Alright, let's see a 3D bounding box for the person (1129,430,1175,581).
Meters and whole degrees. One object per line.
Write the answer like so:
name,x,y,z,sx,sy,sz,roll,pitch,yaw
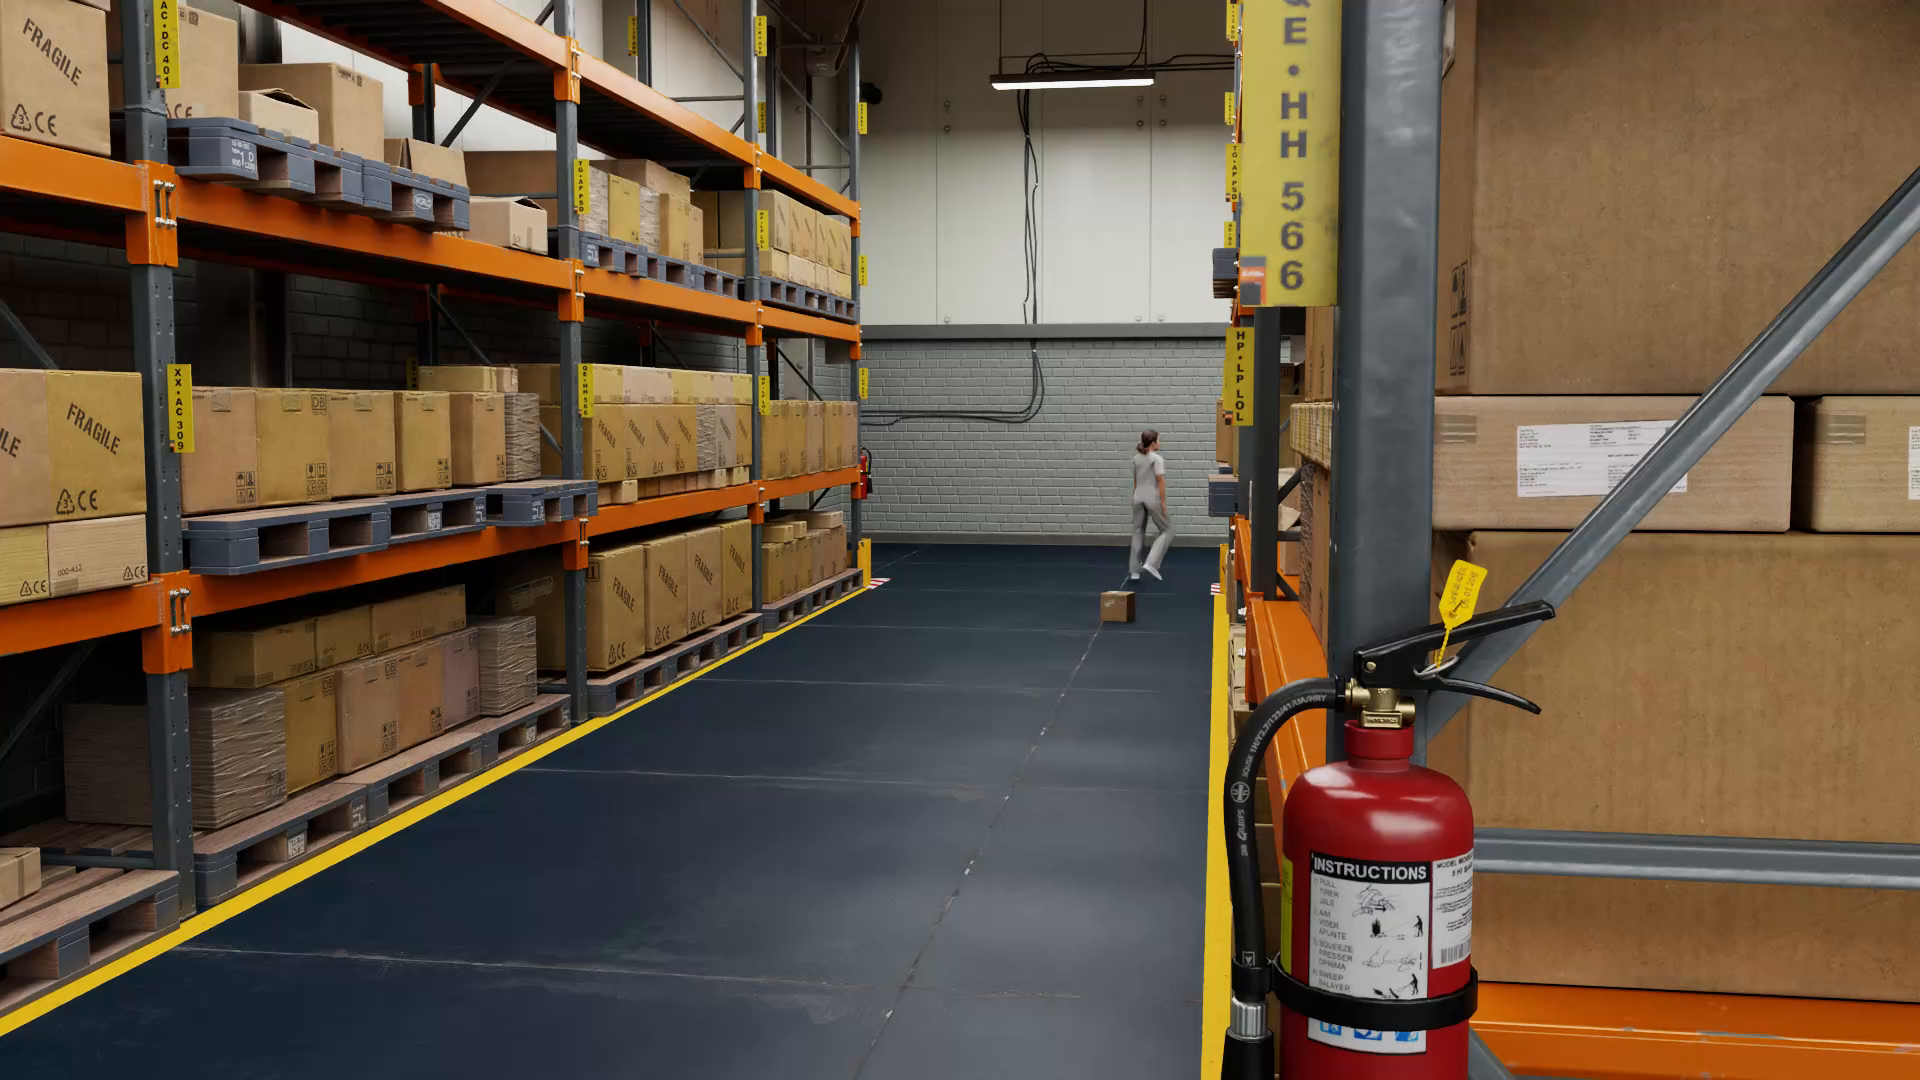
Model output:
person,2.119,-0.382,18.504,0.500,1.691,0.411,4,6,38
